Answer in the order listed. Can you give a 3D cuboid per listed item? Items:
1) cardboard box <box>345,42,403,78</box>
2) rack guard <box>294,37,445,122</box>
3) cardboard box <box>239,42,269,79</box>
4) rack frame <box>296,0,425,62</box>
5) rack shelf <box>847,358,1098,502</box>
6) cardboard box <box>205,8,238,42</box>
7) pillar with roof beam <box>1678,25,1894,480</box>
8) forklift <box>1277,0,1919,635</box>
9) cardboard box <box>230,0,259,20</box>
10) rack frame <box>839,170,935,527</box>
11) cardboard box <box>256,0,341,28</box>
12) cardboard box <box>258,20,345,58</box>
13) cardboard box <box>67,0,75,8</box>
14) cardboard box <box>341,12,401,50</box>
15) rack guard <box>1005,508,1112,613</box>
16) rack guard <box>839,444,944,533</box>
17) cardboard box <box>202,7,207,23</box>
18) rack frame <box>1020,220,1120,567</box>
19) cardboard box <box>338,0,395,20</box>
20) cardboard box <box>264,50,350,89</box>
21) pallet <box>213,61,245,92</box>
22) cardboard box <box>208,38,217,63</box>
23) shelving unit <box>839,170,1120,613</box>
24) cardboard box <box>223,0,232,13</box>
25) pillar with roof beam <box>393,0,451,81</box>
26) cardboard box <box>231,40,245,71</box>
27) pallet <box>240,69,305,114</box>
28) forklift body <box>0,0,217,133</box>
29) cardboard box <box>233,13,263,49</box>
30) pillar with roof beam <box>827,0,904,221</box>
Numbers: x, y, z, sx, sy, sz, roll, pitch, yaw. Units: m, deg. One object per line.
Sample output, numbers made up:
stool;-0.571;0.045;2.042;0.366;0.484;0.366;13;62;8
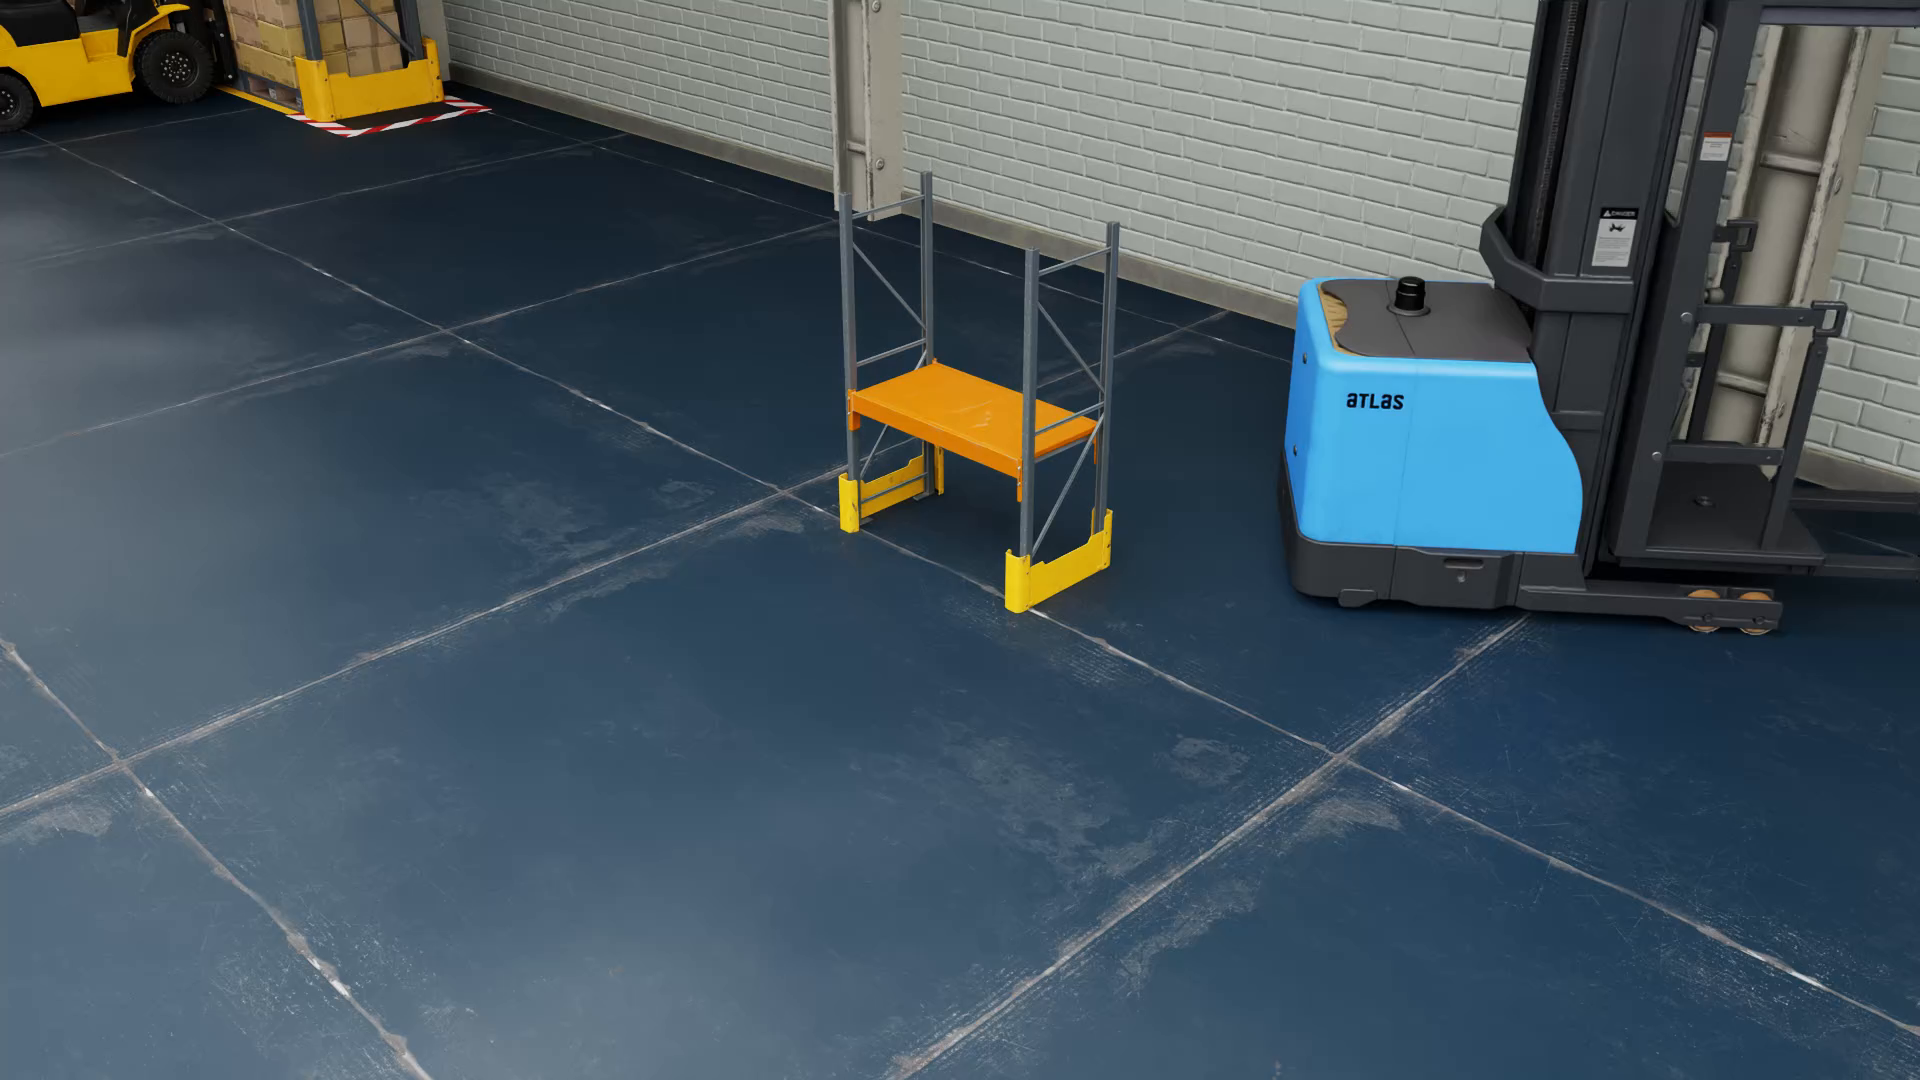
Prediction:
cardboard box;-5.261;-4.254;14.621;0.500;0.250;0.500;25;37;39
rack guard;-5.031;-3.946;14.217;0.348;0.500;1.175;25;36;38
cardboard box;-5.953;-4.243;14.599;0.500;0.250;0.500;25;36;38
rack frame;-5.048;-5.060;13.651;0.127;3.000;1.000;25;36;38
rack shelf;0.061;-0.477;6.932;1.000;0.185;0.538;25;36;38
cardboard box;-6.347;-4.634;14.806;0.500;0.250;0.500;24;36;37
pillar with roof beam;0.626;-2.898;3.092;0.400;9.000;9.100;25;36;38
forklift;2.895;-1.184;6.353;3.031;2.935;1.130;3;28;5
cardboard box;-5.963;-4.683;14.362;0.500;0.250;0.500;-25;36;-38
rack frame;-0.302;-0.802;7.163;0.032;1.500;0.500;25;36;38
cardboard box;-5.595;-4.518;14.049;0.500;0.250;0.500;-24;36;-38
cardboard box;-5.614;-4.305;14.181;0.500;0.250;0.500;24;36;38
cardboard box;-8.828;-5.923;17.391;0.625;0.625;0.875;24;36;38
cardboard box;-5.238;-4.473;14.499;0.500;0.250;0.500;-25;36;-38
rack guard;0.409;0.077;6.835;0.087;0.250;0.587;25;36;38
rack guard;-0.301;-0.248;7.454;0.087;0.250;0.587;25;36;38
cardboard box;-6.702;-4.799;15.119;0.500;0.250;0.500;24;36;38
rack frame;0.423;-0.470;6.533;0.032;1.500;0.500;25;36;38
cardboard box;-5.258;-4.691;14.378;0.500;0.250;0.500;24;36;38
cardboard box;-5.605;-4.078;14.285;0.500;0.250;0.500;25;37;39
pallet;-6.489;-4.460;15.505;1.213;0.211;1.003;25;36;38
cardboard box;-6.689;-4.571;15.224;0.500;0.250;0.500;-24;36;-38
shelving unit;0.054;-0.639;6.854;1.083;1.500;0.587;25;36;38
cardboard box;-6.330;-4.844;14.669;0.500;0.250;0.500;-25;37;-39
pillar with roof beam;-7.931;-6.813;10.538;0.400;9.000;9.100;25;36;38
cardboard box;-6.303;-4.409;14.916;0.500;0.250;0.500;-25;37;-39
pallet;-5.623;-4.062;14.748;1.213;0.211;1.003;25;36;38
forklift body;-7.679;-4.698;13.873;1.214;2.155;2.313;25;36;38
cardboard box;-5.965;-4.473;14.499;0.500;0.250;0.500;24;36;38
pillar with roof beam;-3.653;-4.855;6.815;0.400;9.000;9.100;25;36;38
